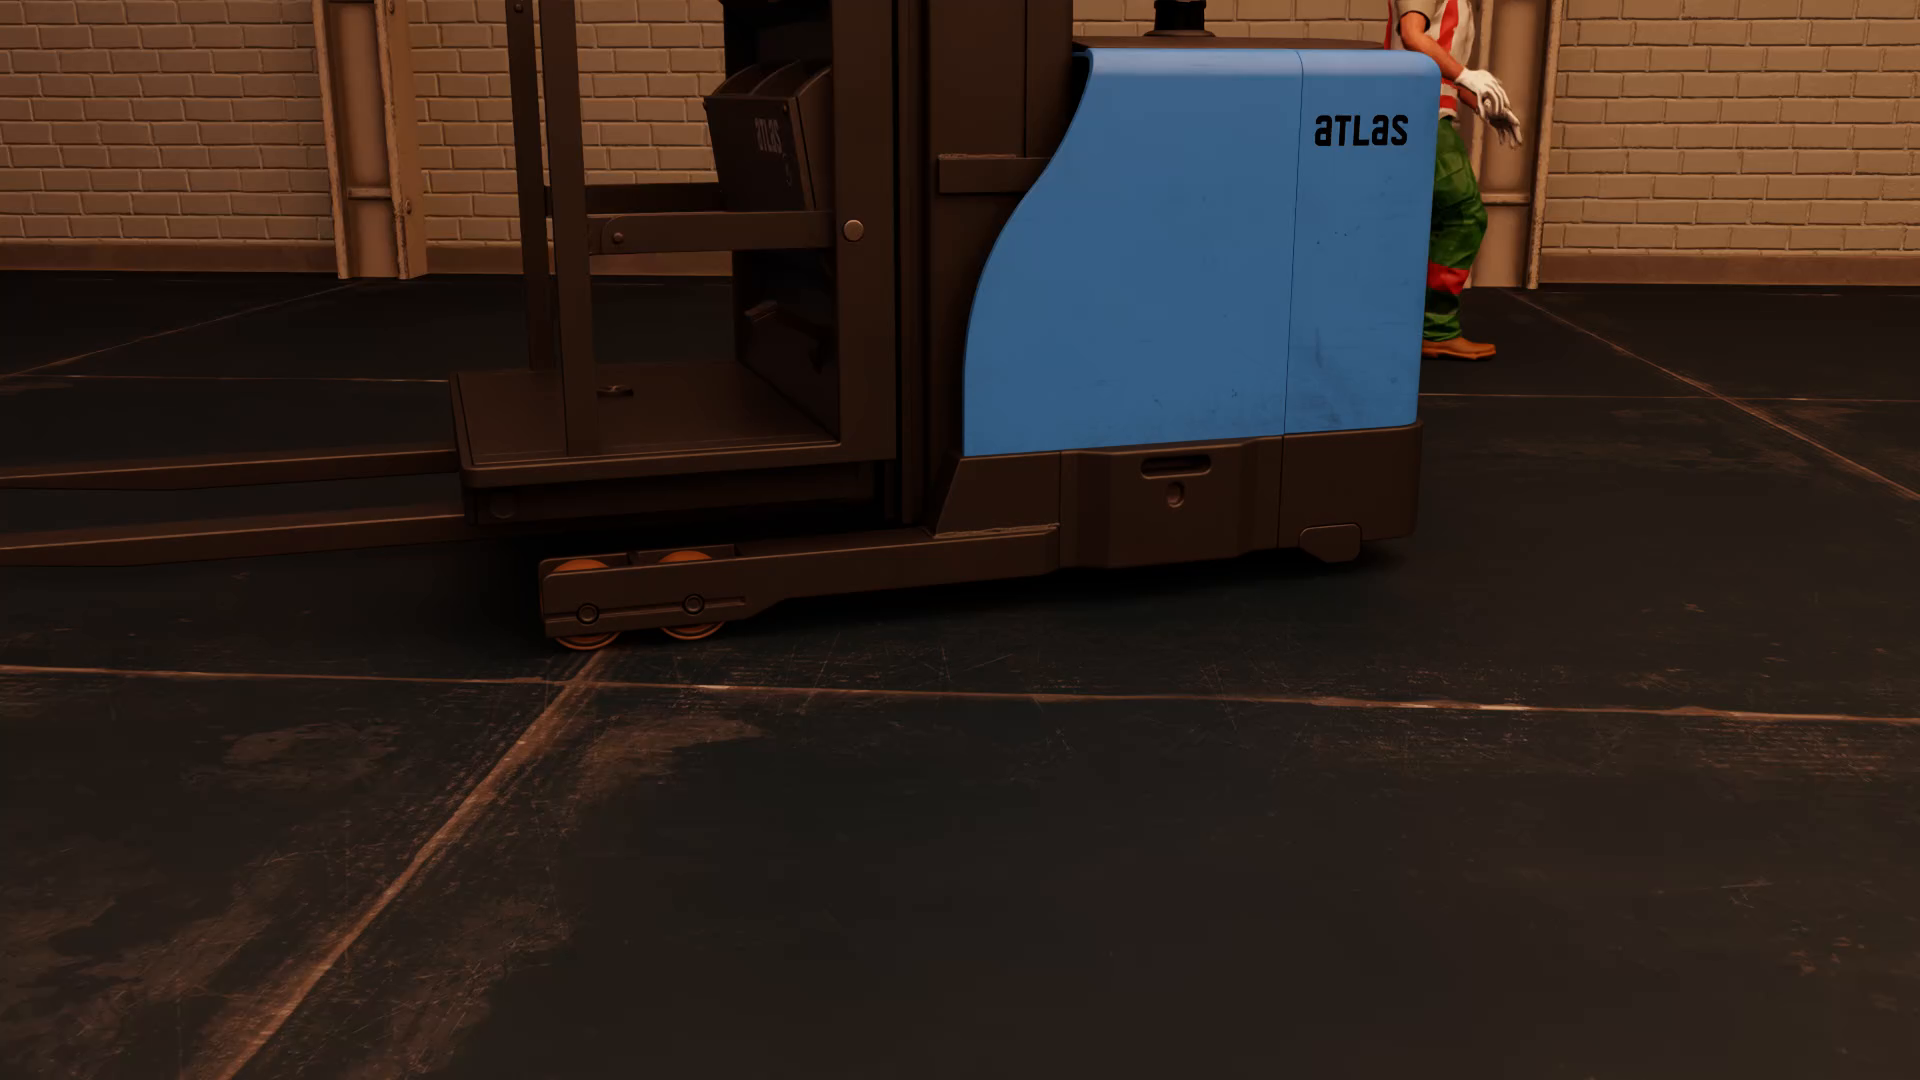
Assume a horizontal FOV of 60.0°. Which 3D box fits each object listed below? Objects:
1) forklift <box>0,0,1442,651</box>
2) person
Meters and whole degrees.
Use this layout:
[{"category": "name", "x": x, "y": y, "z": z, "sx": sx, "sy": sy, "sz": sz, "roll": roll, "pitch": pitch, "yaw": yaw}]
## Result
[{"category": "forklift", "x": -0.580, "y": -1.366, "z": 3.251, "sx": 3.031, "sy": 2.935, "sz": 1.130, "roll": -5, "pitch": 16, "yaw": -17}, {"category": "person", "x": 1.838, "y": -1.549, "z": 6.280, "sx": 0.549, "sy": 1.727, "sz": 0.771, "roll": 5, "pitch": 16, "yaw": 18}]
